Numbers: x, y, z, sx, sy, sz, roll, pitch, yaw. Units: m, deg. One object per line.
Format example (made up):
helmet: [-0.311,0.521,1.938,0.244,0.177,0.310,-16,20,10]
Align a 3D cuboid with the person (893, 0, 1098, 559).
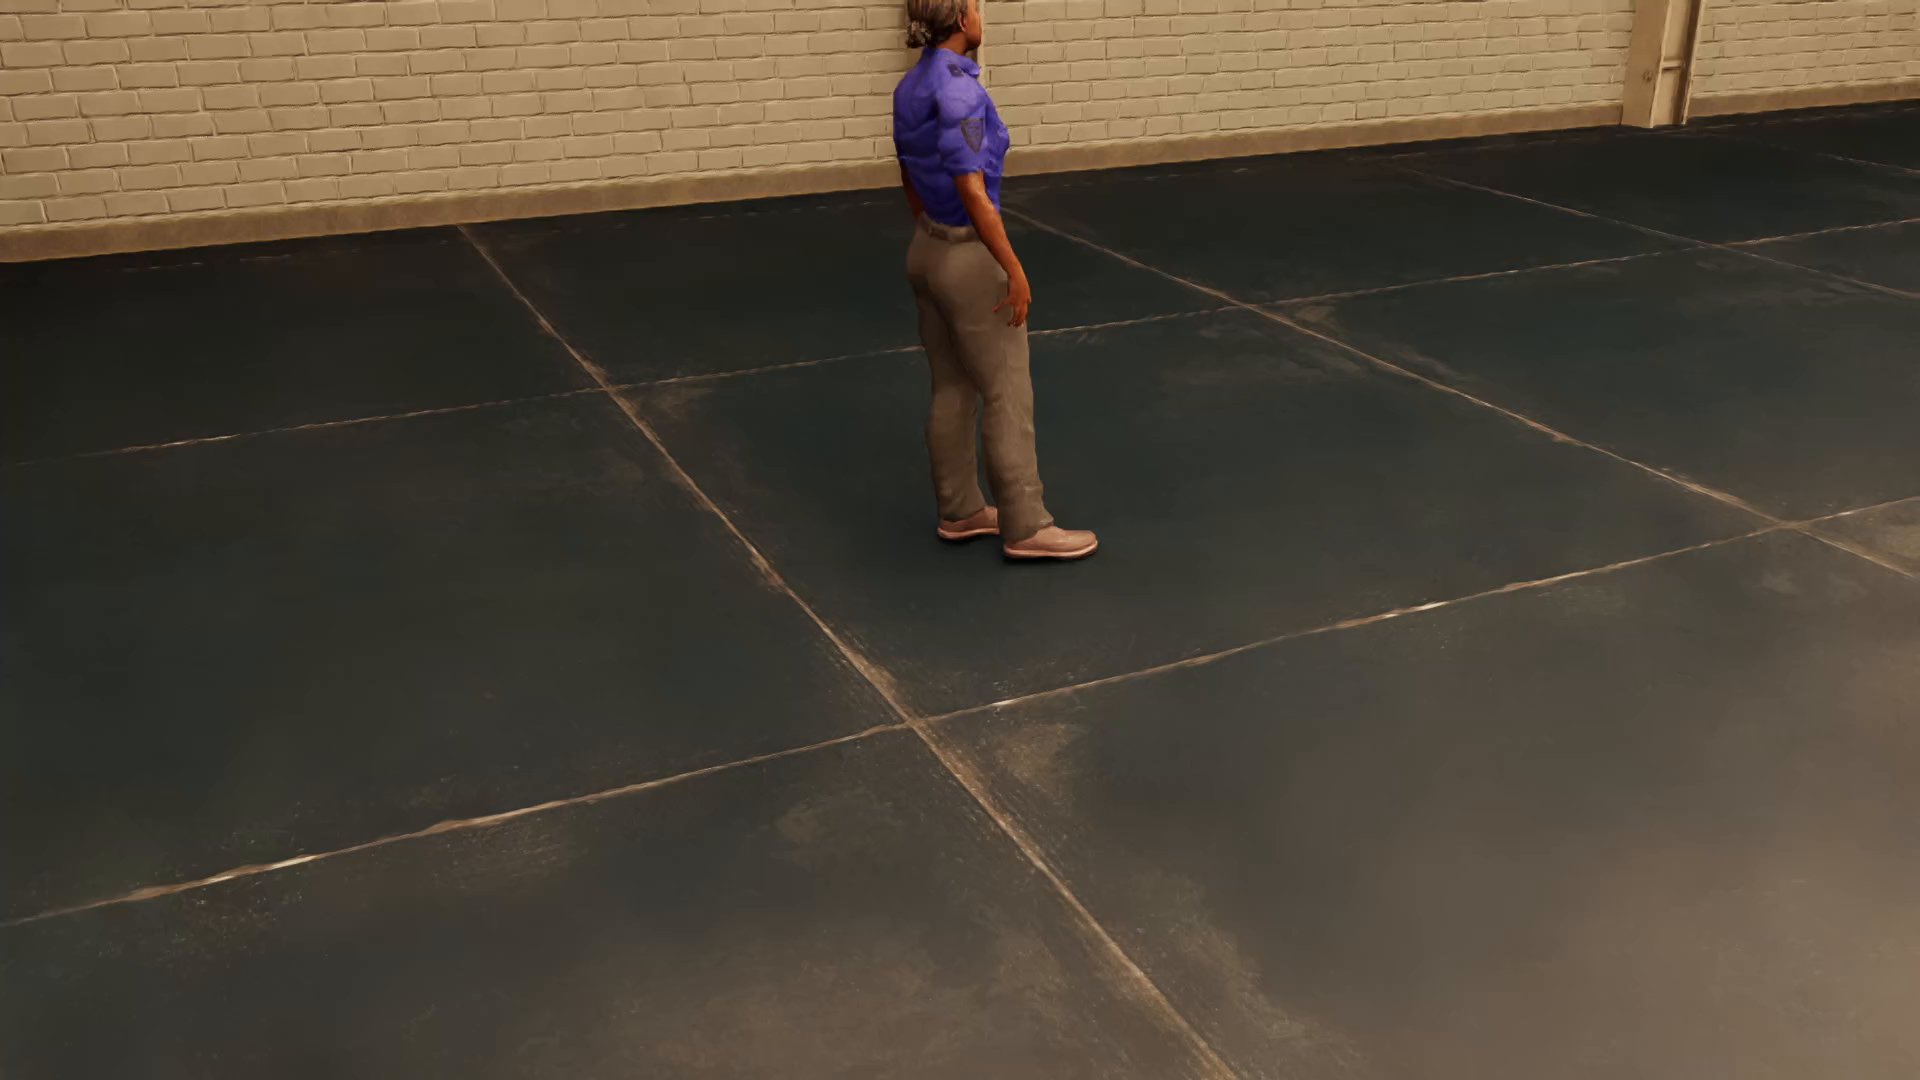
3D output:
person: [0.088,-0.778,4.805,0.503,1.654,0.570,-10,25,-23]
